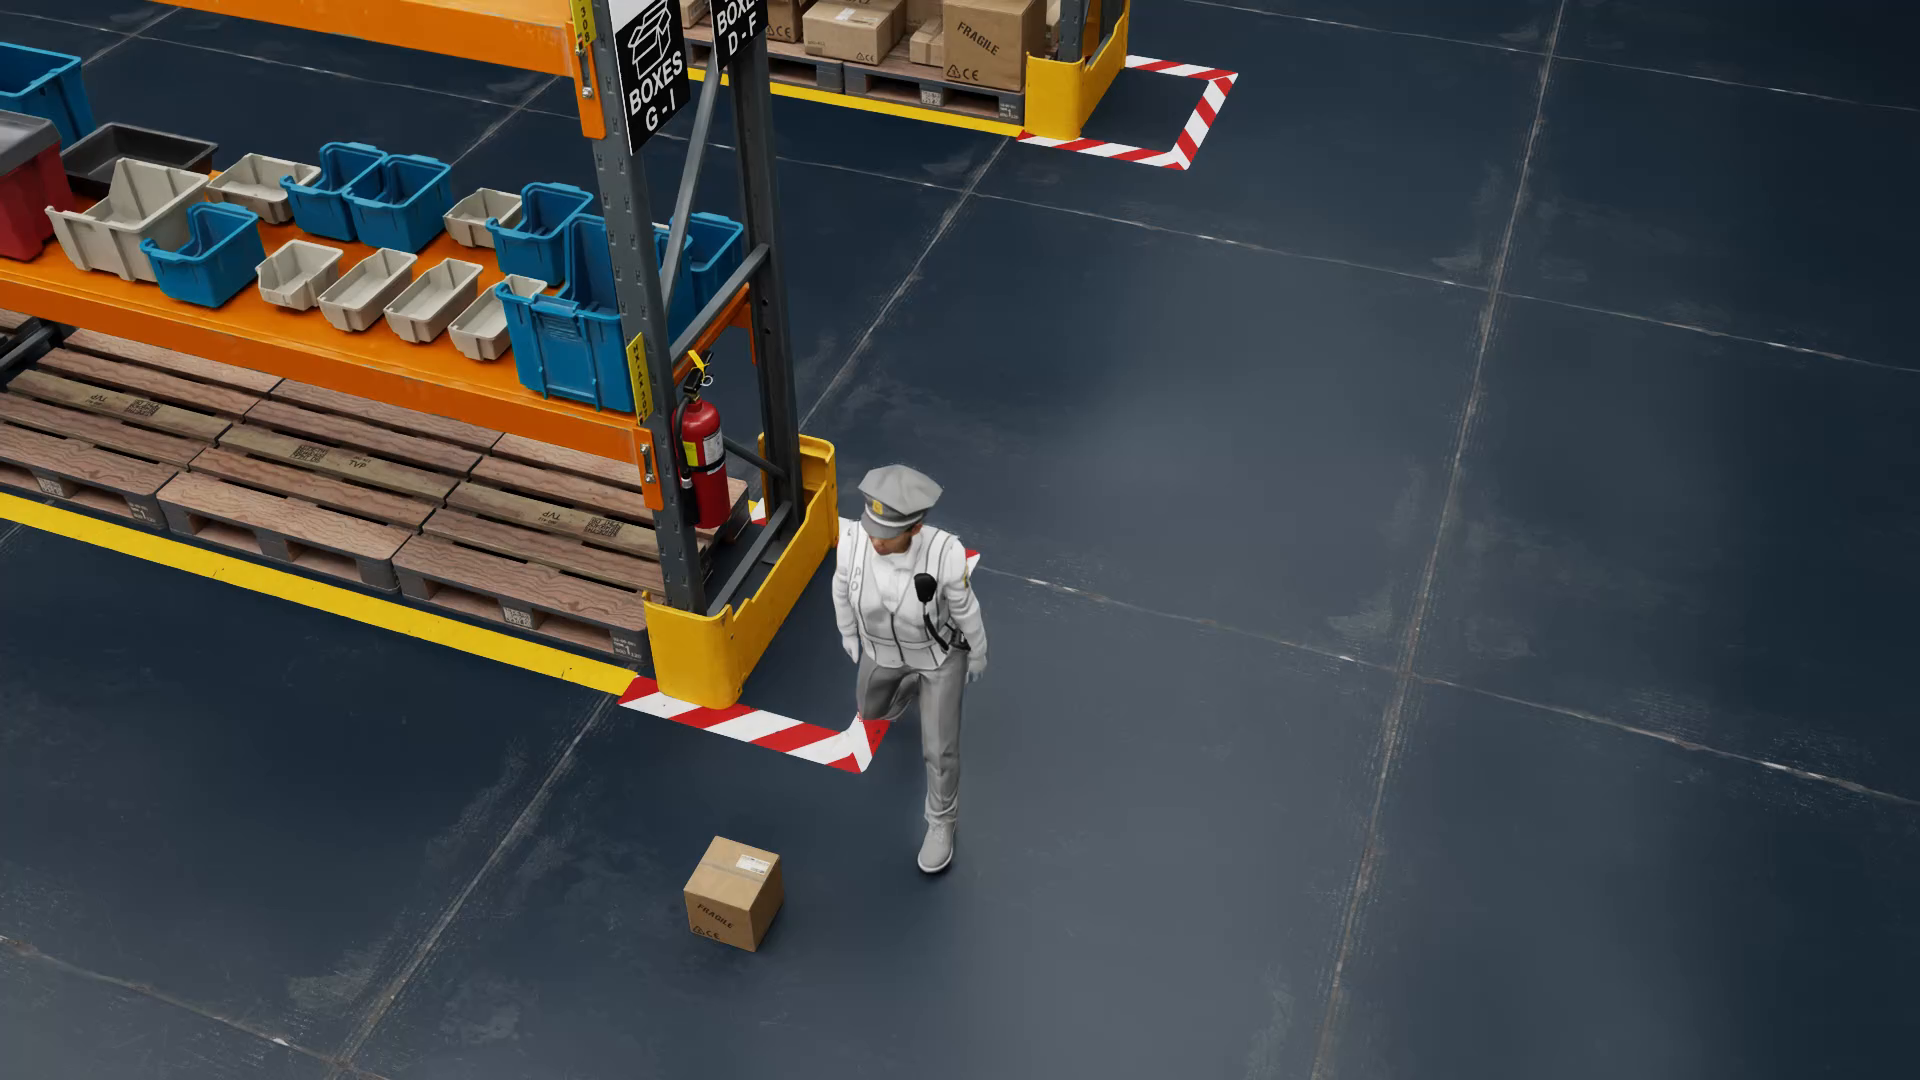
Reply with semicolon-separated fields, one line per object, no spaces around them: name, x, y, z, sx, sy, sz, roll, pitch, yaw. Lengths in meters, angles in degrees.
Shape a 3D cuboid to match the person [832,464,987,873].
person;-0.160;0.322;5.790;0.538;1.641;0.796;10;43;11
